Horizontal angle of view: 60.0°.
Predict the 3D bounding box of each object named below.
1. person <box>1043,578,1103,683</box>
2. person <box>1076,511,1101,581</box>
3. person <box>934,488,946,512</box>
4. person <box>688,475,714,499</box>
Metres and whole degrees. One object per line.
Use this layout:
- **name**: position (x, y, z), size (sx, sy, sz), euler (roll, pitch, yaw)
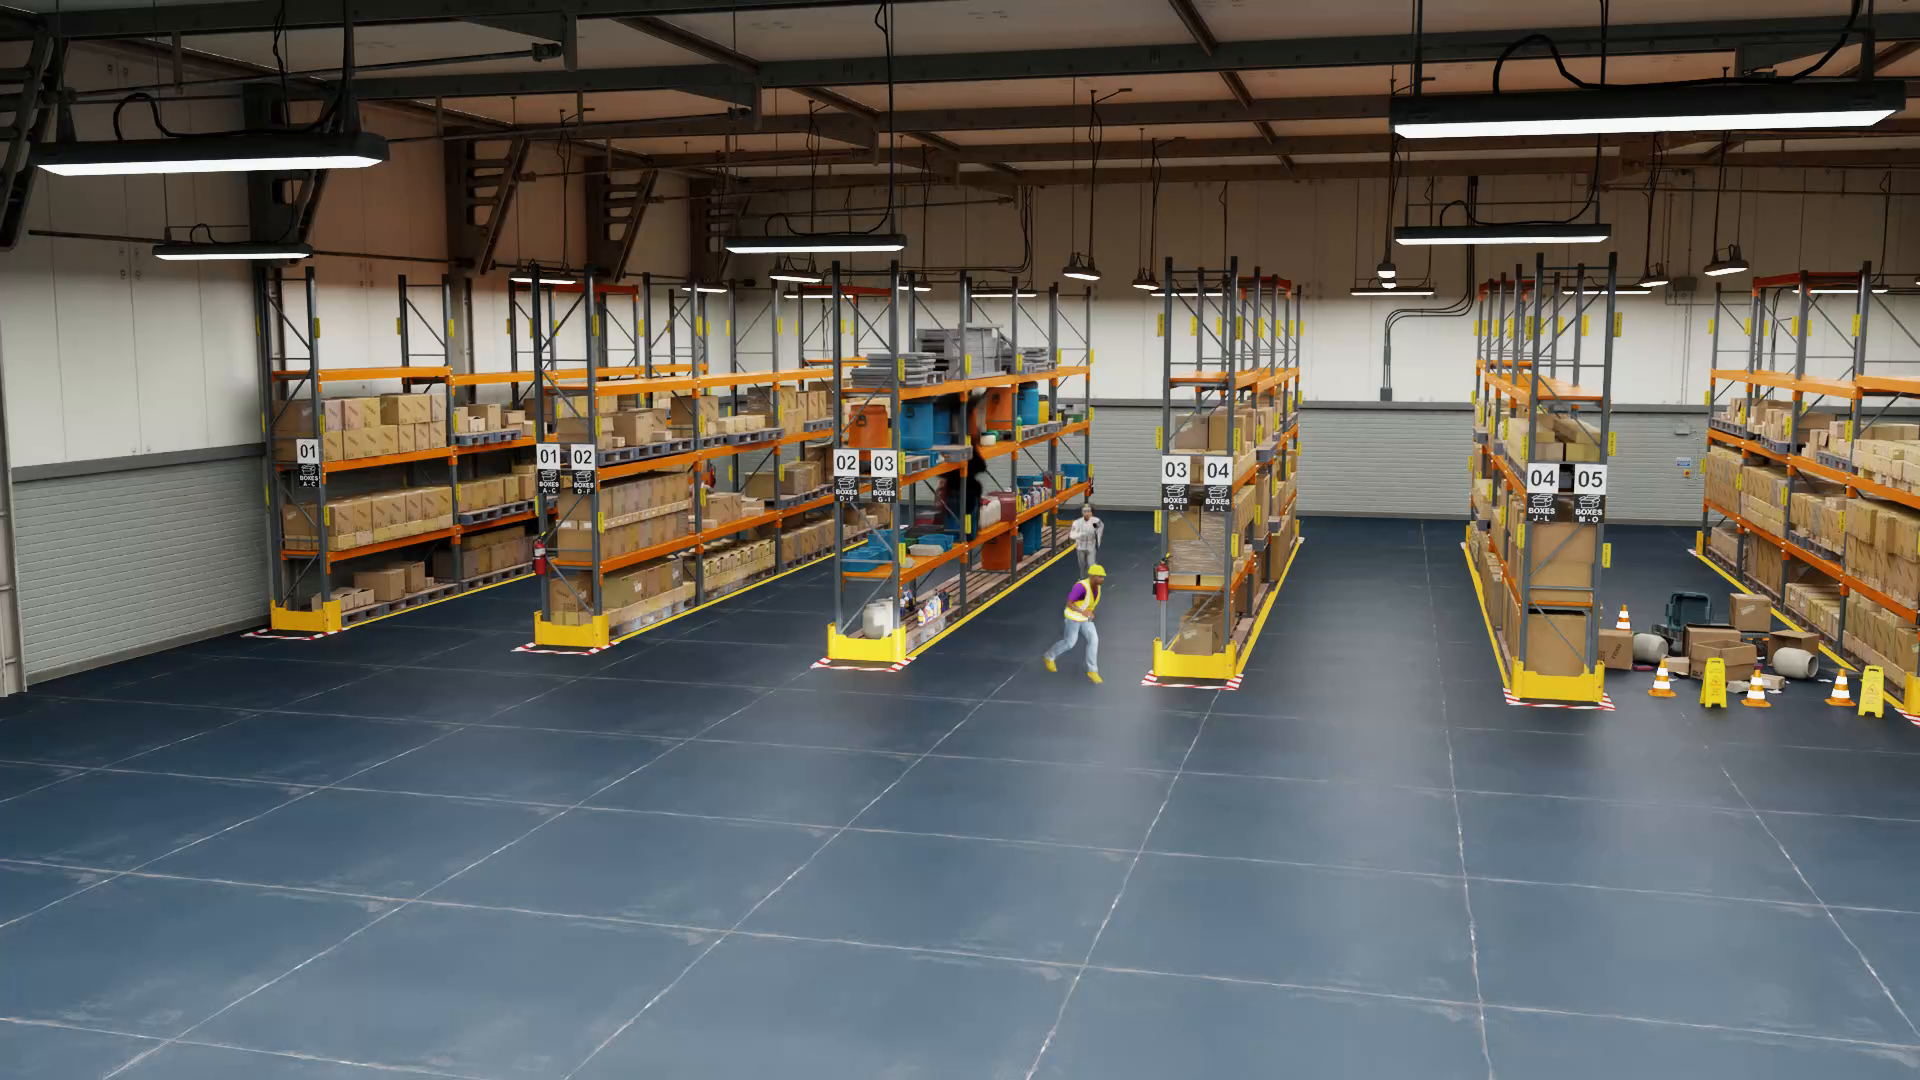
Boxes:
- **person**: position (1.633, 1.267, 23.871), size (1.024, 1.520, 0.703), euler (5, 9, 35)
- **person**: position (2.227, 0.257, 28.989), size (0.441, 1.757, 0.766), euler (1, 7, 5)
- **person**: position (-0.307, -0.333, 36.096), size (0.650, 1.641, 1.128), euler (4, 8, 27)
- **person**: position (-5.875, -0.638, 37.561), size (0.667, 1.786, 0.956), euler (1, 7, 7)
